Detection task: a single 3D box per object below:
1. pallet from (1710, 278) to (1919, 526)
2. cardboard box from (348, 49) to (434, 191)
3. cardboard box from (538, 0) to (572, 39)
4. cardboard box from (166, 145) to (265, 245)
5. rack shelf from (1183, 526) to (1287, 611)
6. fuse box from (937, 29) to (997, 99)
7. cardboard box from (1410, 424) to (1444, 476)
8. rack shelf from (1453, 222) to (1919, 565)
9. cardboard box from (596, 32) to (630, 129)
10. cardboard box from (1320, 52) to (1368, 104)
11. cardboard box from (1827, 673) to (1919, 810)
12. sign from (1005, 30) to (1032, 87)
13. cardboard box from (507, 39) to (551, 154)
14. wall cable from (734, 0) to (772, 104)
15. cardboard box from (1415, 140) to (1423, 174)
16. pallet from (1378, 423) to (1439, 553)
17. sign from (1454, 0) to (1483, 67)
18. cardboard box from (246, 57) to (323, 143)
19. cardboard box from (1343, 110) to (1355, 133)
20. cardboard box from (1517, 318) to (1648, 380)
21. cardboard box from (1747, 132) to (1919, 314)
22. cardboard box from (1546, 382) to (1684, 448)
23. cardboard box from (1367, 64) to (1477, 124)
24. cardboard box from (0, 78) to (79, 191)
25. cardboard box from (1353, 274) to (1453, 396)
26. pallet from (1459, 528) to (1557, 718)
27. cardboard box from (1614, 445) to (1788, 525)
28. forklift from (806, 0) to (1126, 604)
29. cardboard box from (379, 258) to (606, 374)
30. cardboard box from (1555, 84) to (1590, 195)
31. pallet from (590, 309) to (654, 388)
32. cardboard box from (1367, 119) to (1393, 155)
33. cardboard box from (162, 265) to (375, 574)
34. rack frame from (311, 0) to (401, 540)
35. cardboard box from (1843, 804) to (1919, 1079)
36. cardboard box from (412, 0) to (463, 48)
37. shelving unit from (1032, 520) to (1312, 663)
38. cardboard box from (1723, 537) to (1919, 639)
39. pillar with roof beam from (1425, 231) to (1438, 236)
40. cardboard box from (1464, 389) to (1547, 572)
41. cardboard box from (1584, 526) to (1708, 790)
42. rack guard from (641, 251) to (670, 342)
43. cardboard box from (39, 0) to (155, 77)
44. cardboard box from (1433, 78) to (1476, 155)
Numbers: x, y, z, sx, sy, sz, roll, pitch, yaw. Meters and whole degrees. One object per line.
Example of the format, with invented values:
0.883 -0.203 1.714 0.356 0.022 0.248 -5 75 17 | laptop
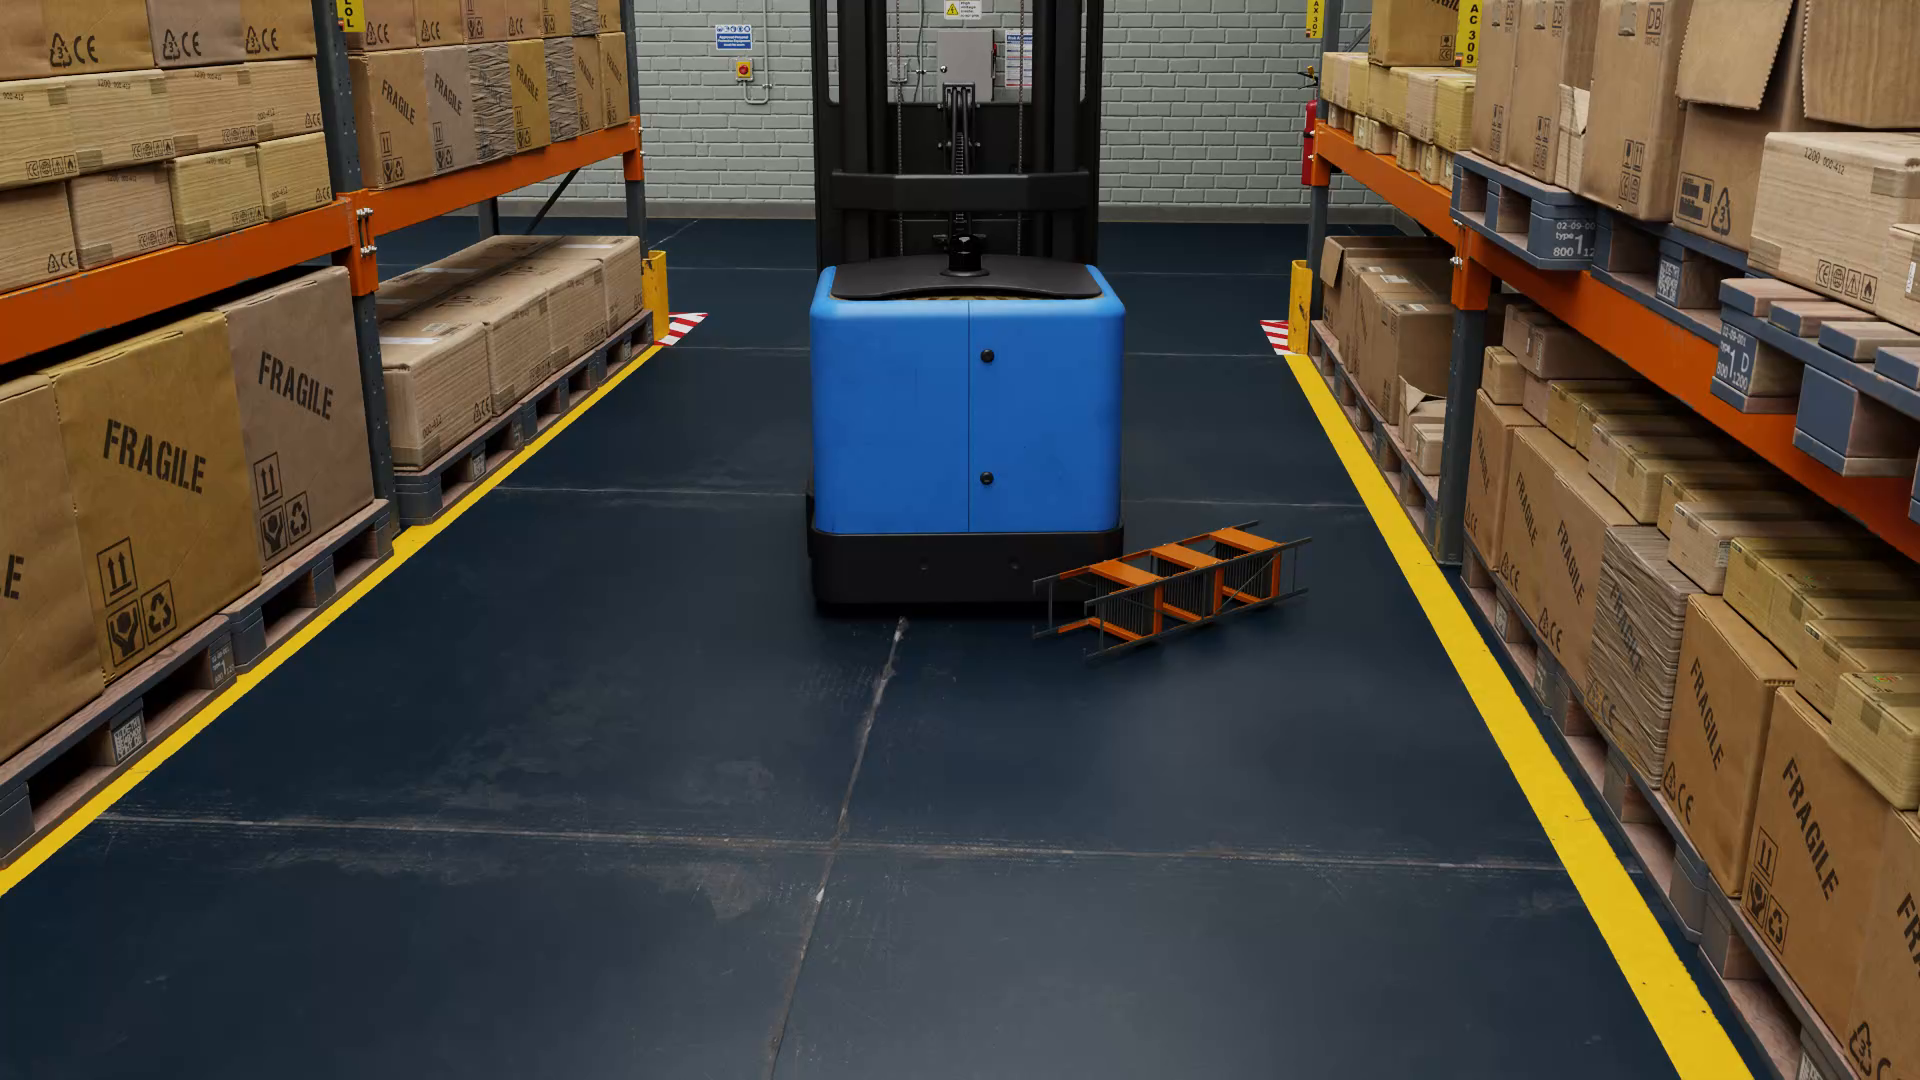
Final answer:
1.955 -0.213 2.563 1.213 0.211 1.003 1 18 4 | pallet
-2.393 -1.631 6.423 0.500 0.500 0.500 2 18 6 | cardboard box
-2.245 -2.737 8.193 0.500 0.500 0.500 1 18 4 | cardboard box
-2.506 -1.069 5.110 0.500 0.250 0.500 1 18 3 | cardboard box
0.938 0.103 5.715 0.259 0.215 0.240 -14 23 -36 | rack shelf
0.065 -3.733 15.068 0.539 1.711 0.414 1 18 4 | fuse box
2.010 -0.358 6.604 0.380 0.149 0.250 1 18 2 | cardboard box
2.120 -0.371 3.893 1.077 0.370 4.000 1 18 4 | rack shelf
-2.172 -2.578 9.312 0.500 0.500 0.500 1 18 4 | cardboard box
2.249 -2.512 9.034 0.500 0.250 0.500 1 18 4 | cardboard box
1.748 0.344 2.855 0.380 0.149 0.250 0 18 1 | cardboard box
0.572 -4.354 15.045 0.329 0.494 0.001 1 18 4 | sign
-2.274 -2.102 7.859 0.500 0.500 0.500 2 18 6 | cardboard box
-2.020 -4.935 14.986 0.585 1.953 0.123 1 18 4 | wall cable
2.072 -1.563 6.779 0.380 0.149 0.250 2 18 5 | cardboard box
2.314 -0.222 6.762 1.003 0.211 1.213 1 18 4 | pallet
1.722 -1.755 5.572 0.100 0.325 0.005 1 18 4 | sign
-2.477 -1.468 5.523 0.500 0.250 0.500 1 18 4 | cardboard box
2.281 -2.281 8.970 0.380 0.149 0.250 2 18 5 | cardboard box
2.001 -0.608 5.282 0.380 0.149 0.250 0 18 1 | cardboard box
1.729 -0.555 2.866 0.500 0.250 0.500 0 18 1 | cardboard box
2.023 -0.381 5.066 0.380 0.149 0.250 0 18 1 | cardboard box
2.164 -2.038 7.589 0.500 0.250 0.500 1 18 2 | cardboard box
-2.556 -0.992 4.070 0.500 0.250 0.500 2 18 5 | cardboard box
2.174 -0.974 7.917 0.500 0.500 0.500 2 18 5 | cardboard box
2.243 0.245 5.338 1.003 0.211 1.213 1 18 4 | pallet
1.941 -0.142 4.336 0.380 0.149 0.250 2 18 6 | cardboard box
-0.021 -1.588 6.561 1.130 2.935 3.031 -1 18 -2 | forklift
-2.406 -1.176 8.636 0.875 0.438 0.875 2 18 5 | cardboard box
1.781 -1.047 4.342 0.396 0.266 0.258 2 18 7 | cardboard box
-2.380 -1.111 9.474 1.003 0.211 1.213 1 18 4 | pallet
2.112 -1.880 7.746 0.380 0.149 0.250 2 18 5 | cardboard box
-2.653 -0.439 5.684 0.875 0.875 0.875 2 18 6 | cardboard box
-2.688 -1.444 6.012 1.000 3.000 0.127 1 18 4 | rack frame
1.792 0.760 2.625 0.500 0.500 0.500 2 18 6 | cardboard box
-2.370 -2.266 6.753 0.500 0.500 0.500 1 18 3 | cardboard box
0.723 0.155 5.555 1.050 0.215 0.252 -14 23 -36 | shelving unit
1.892 0.105 3.585 0.380 0.149 0.250 1 18 3 | cardboard box
-0.652 -6.341 11.322 9.100 9.000 0.400 1 18 4 | pillar with roof beam
2.004 -0.200 5.558 0.500 0.500 0.500 2 18 6 | cardboard box
1.892 0.281 4.088 0.500 0.500 0.500 1 18 2 | cardboard box
-2.399 -1.506 10.215 1.175 0.500 0.348 1 18 4 | rack guard
-2.555 -1.504 4.430 0.500 0.500 0.500 2 18 6 | cardboard box
2.057 -1.568 6.153 0.500 0.250 0.500 2 18 5 | cardboard box
